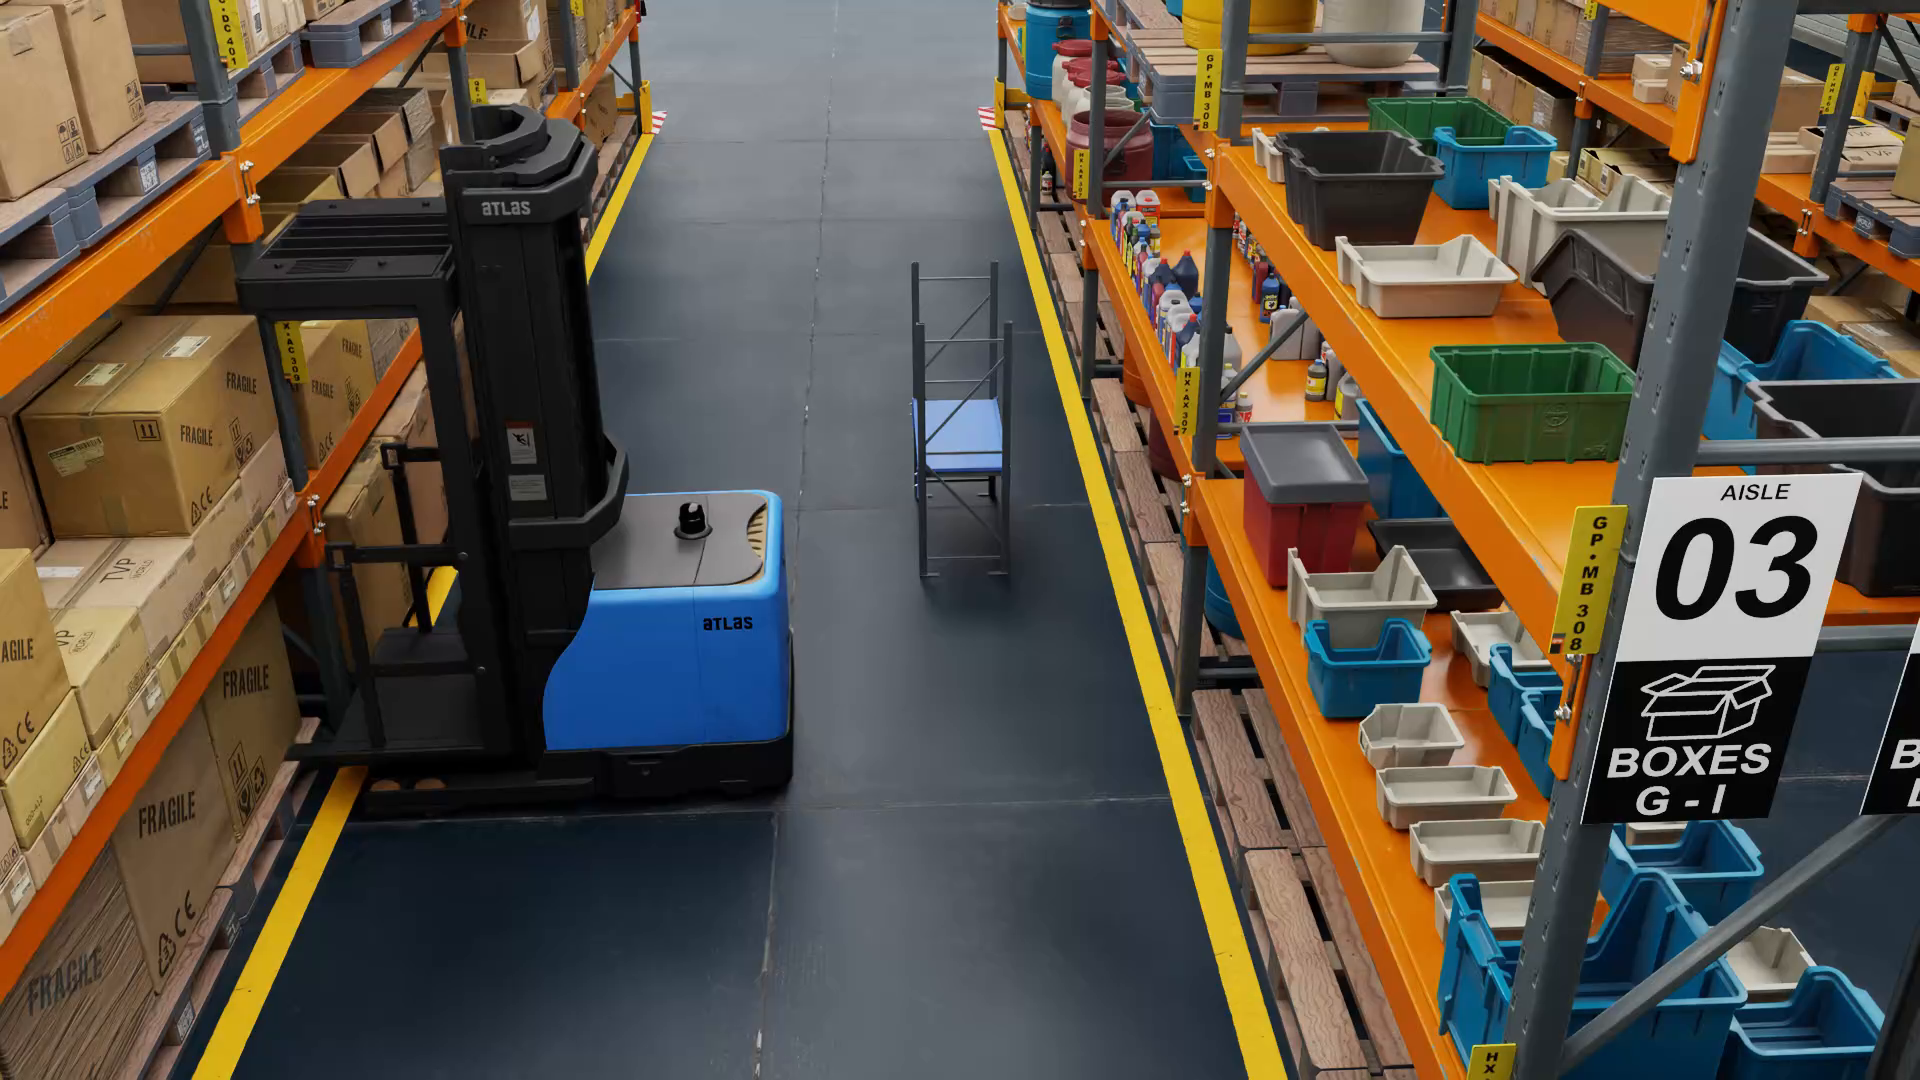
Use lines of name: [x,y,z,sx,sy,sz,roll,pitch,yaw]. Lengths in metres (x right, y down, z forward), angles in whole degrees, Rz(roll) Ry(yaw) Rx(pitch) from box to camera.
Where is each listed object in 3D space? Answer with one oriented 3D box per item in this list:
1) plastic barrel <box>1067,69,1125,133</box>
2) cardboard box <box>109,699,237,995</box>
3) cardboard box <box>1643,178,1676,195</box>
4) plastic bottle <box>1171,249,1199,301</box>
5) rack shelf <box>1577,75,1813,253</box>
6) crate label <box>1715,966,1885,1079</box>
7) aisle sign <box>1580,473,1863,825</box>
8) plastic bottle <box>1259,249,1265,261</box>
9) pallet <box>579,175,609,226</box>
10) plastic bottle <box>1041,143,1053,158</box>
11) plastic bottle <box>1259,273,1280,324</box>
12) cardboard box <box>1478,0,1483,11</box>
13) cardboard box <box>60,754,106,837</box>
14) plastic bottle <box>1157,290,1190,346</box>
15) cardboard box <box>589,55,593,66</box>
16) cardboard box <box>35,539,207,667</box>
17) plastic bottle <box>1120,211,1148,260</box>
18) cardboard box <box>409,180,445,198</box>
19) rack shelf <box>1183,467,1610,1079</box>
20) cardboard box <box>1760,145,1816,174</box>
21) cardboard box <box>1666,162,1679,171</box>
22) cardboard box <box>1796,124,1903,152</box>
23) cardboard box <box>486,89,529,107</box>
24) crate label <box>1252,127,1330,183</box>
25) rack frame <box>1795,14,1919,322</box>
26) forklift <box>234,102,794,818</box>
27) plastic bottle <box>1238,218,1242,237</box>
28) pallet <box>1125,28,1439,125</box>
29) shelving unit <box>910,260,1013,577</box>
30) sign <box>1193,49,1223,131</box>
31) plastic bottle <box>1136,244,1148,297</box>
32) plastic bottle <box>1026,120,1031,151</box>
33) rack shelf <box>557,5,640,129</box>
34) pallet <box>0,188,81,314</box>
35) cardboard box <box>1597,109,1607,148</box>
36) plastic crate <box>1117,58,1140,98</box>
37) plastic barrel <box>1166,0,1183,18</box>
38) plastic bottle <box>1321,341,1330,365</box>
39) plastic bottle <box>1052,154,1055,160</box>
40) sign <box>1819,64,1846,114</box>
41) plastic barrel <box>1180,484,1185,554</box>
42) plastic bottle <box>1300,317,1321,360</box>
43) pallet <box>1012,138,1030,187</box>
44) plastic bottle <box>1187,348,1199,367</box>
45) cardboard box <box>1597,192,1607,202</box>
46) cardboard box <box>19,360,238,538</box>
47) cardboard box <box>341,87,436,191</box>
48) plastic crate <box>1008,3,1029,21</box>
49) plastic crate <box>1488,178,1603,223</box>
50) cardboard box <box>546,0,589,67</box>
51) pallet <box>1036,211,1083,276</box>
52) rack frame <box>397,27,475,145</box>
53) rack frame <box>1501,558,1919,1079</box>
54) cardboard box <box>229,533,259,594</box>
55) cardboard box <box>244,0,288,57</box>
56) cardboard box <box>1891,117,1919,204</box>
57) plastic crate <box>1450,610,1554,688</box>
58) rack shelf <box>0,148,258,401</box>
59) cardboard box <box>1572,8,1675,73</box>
plastic barrel: [1.029,-3.273,12.634,0.433,0.535,0.433,0,28,0]
cardboard box: [-3.389,1.094,6.252,0.875,0.875,0.875,-1,28,-3]
cardboard box: [5.906,-2.865,13.912,0.500,0.311,0.500,-2,28,-4]
plastic bottle: [1.268,-1.473,9.384,0.144,0.351,0.185,-1,28,-3]
rack shelf: [6.189,-3.074,13.177,1.077,0.370,4.000,-1,28,-3]
crate label: [2.080,1.269,4.189,0.416,0.233,0.303,-1,28,-3]
aisle sign: [1.475,0.231,3.252,0.394,0.787,0.004,-1,28,-3]
plastic bottle: [1.824,-1.656,9.897,0.097,0.201,0.097,0,28,0]
pallet: [-3.879,-3.152,15.564,1.003,0.211,1.213,-1,28,-3]
plastic bottle: [0.806,-3.598,15.793,0.144,0.351,0.185,-3,28,-5]
plastic bottle: [1.718,-1.345,9.224,0.097,0.271,0.097,0,28,0]
cardboard box: [5.887,-5.992,17.886,0.700,0.500,0.500,-1,28,-3]
cardboard box: [-2.941,0.809,5.227,0.380,0.149,0.250,-2,28,-3]
plastic bottle: [1.147,-1.194,8.929,0.152,0.276,0.135,-1,28,-3]
cardboard box: [-3.583,-4.420,15.252,0.380,0.149,0.250,-1,28,-3]
cardboard box: [-3.050,0.223,5.920,0.500,0.250,0.500,-1,28,-2]
plastic bottle: [1.070,-1.875,10.235,0.152,0.276,0.135,-1,28,-3]
cardboard box: [-3.306,-1.823,9.894,0.500,0.500,0.500,-2,28,-3]
rack shelf: [1.660,0.739,5.868,1.077,0.370,4.000,-1,28,-3]
cardboard box: [5.970,-2.766,12.082,0.380,0.149,0.250,-1,28,-3]
cardboard box: [6.425,-3.112,14.385,0.500,0.311,0.500,-1,28,-1]
cardboard box: [6.440,-2.847,12.062,0.500,0.311,0.500,-2,28,-3]
cardboard box: [-3.458,-3.131,12.217,0.500,0.250,0.500,-2,28,-4]
crate label: [1.292,-1.484,6.393,0.293,0.136,0.466,-1,28,-3]
rack frame: [6.293,-2.469,11.240,1.000,3.000,0.127,-1,28,-3]
forklift: [-2.307,-0.319,7.193,3.031,2.935,1.130,-2,28,-4]
plastic bottle: [1.806,-2.016,10.498,0.061,0.283,0.133,-1,28,-3]
pallet: [1.417,-2.110,7.512,1.213,0.211,1.003,-1,28,-3]
shelving unit: [-0.004,-0.704,9.479,0.538,1.500,1.048,-1,28,-3]
sign: [1.006,-1.825,6.753,0.100,0.325,0.005,-1,28,-3]
plastic bottle: [1.061,-1.557,9.618,0.061,0.283,0.133,-1,28,-3]
plastic bottle: [0.706,-4.086,16.803,0.061,0.283,0.133,-1,28,-2]
rack shelf: [-3.913,-4.683,16.264,1.077,0.370,4.000,-1,28,-3]
pallet: [-3.298,-0.735,4.767,1.003,0.211,1.213,-1,28,-3]
cardboard box: [6.339,-4.068,16.015,0.500,0.500,0.500,-1,28,-3]
plastic crate: [1.506,-3.689,13.597,0.392,0.384,0.575,-1,28,-3]
plastic barrel: [1.313,-3.027,8.070,0.600,0.901,0.708,-1,28,-3]
plastic bottle: [1.903,-0.952,8.546,0.097,0.201,0.097,0,28,0]
plastic bottle: [0.953,-3.580,15.840,0.152,0.276,0.135,-1,28,-3]
sign: [5.739,-2.967,10.944,0.100,0.325,0.005,-1,28,-3]
plastic barrel: [1.507,-0.338,8.970,0.600,0.901,0.708,-1,28,-3]
plastic bottle: [1.863,-1.099,8.748,0.152,0.276,0.135,-1,28,-3]
pallet: [1.077,-3.838,16.880,1.003,0.211,1.213,-1,28,-3]
plastic bottle: [1.193,-0.792,8.158,0.152,0.276,0.135,-1,28,-3]
cardboard box: [5.883,-2.855,14.499,0.500,0.250,0.500,-1,28,-1]
cardboard box: [-3.078,-0.345,6.197,0.500,0.500,0.500,-1,28,-2]
cardboard box: [-3.578,-2.382,9.881,0.797,0.503,0.637,0,28,-1]
plastic crate: [0.654,-5.508,17.351,0.298,0.136,0.250,-1,28,-3]
plastic crate: [2.002,-1.139,5.731,0.293,0.136,0.466,-1,28,-3]
cardboard box: [-3.771,-4.464,14.636,0.875,0.500,0.500,-1,28,-3]
pallet: [1.217,-2.600,14.507,1.003,0.211,1.213,-1,28,-3]
rack frame: [-3.600,-2.231,10.785,1.000,3.000,0.127,-1,28,-3]
rack frame: [1.764,1.343,3.930,1.000,3.000,0.127,-1,28,-3]
cardboard box: [-3.021,0.098,6.591,0.380,0.149,0.250,-2,28,-4]
cardboard box: [-3.358,-2.370,7.448,0.500,0.311,0.500,-2,28,-4]
cardboard box: [6.439,-2.411,10.567,0.700,0.500,0.500,-11,29,-20]
plastic crate: [1.946,0.383,5.991,0.293,0.136,0.466,-1,28,-3]
rack shelf: [-3.287,-0.472,4.945,1.077,0.370,4.000,-1,28,-3]
cardboard box: [6.055,-4.565,15.151,0.700,0.500,0.500,-2,28,-4]
